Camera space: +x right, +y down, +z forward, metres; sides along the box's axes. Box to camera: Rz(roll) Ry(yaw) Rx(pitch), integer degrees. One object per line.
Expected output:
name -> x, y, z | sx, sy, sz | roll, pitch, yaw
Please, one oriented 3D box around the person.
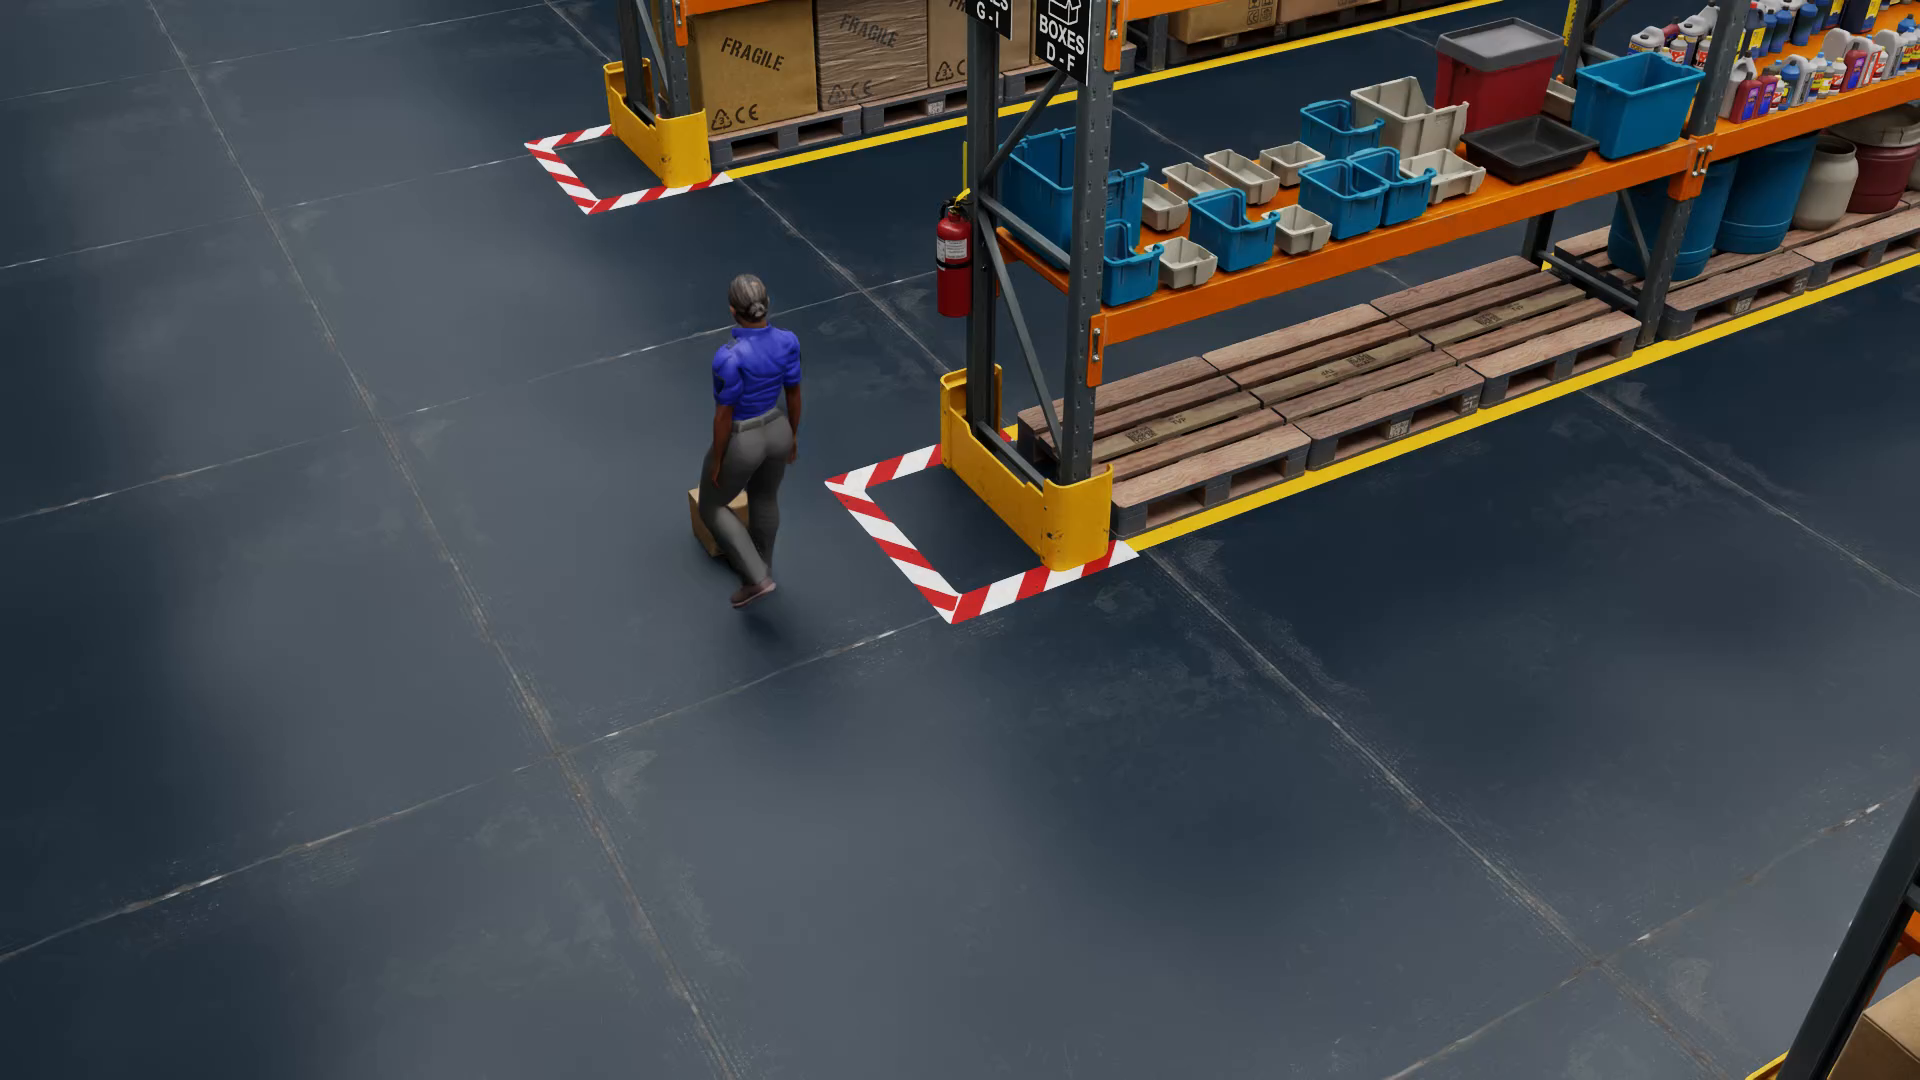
person -> -0.960, -0.456, 7.497 | 0.478, 1.644, 0.581 | -29, 46, -32
